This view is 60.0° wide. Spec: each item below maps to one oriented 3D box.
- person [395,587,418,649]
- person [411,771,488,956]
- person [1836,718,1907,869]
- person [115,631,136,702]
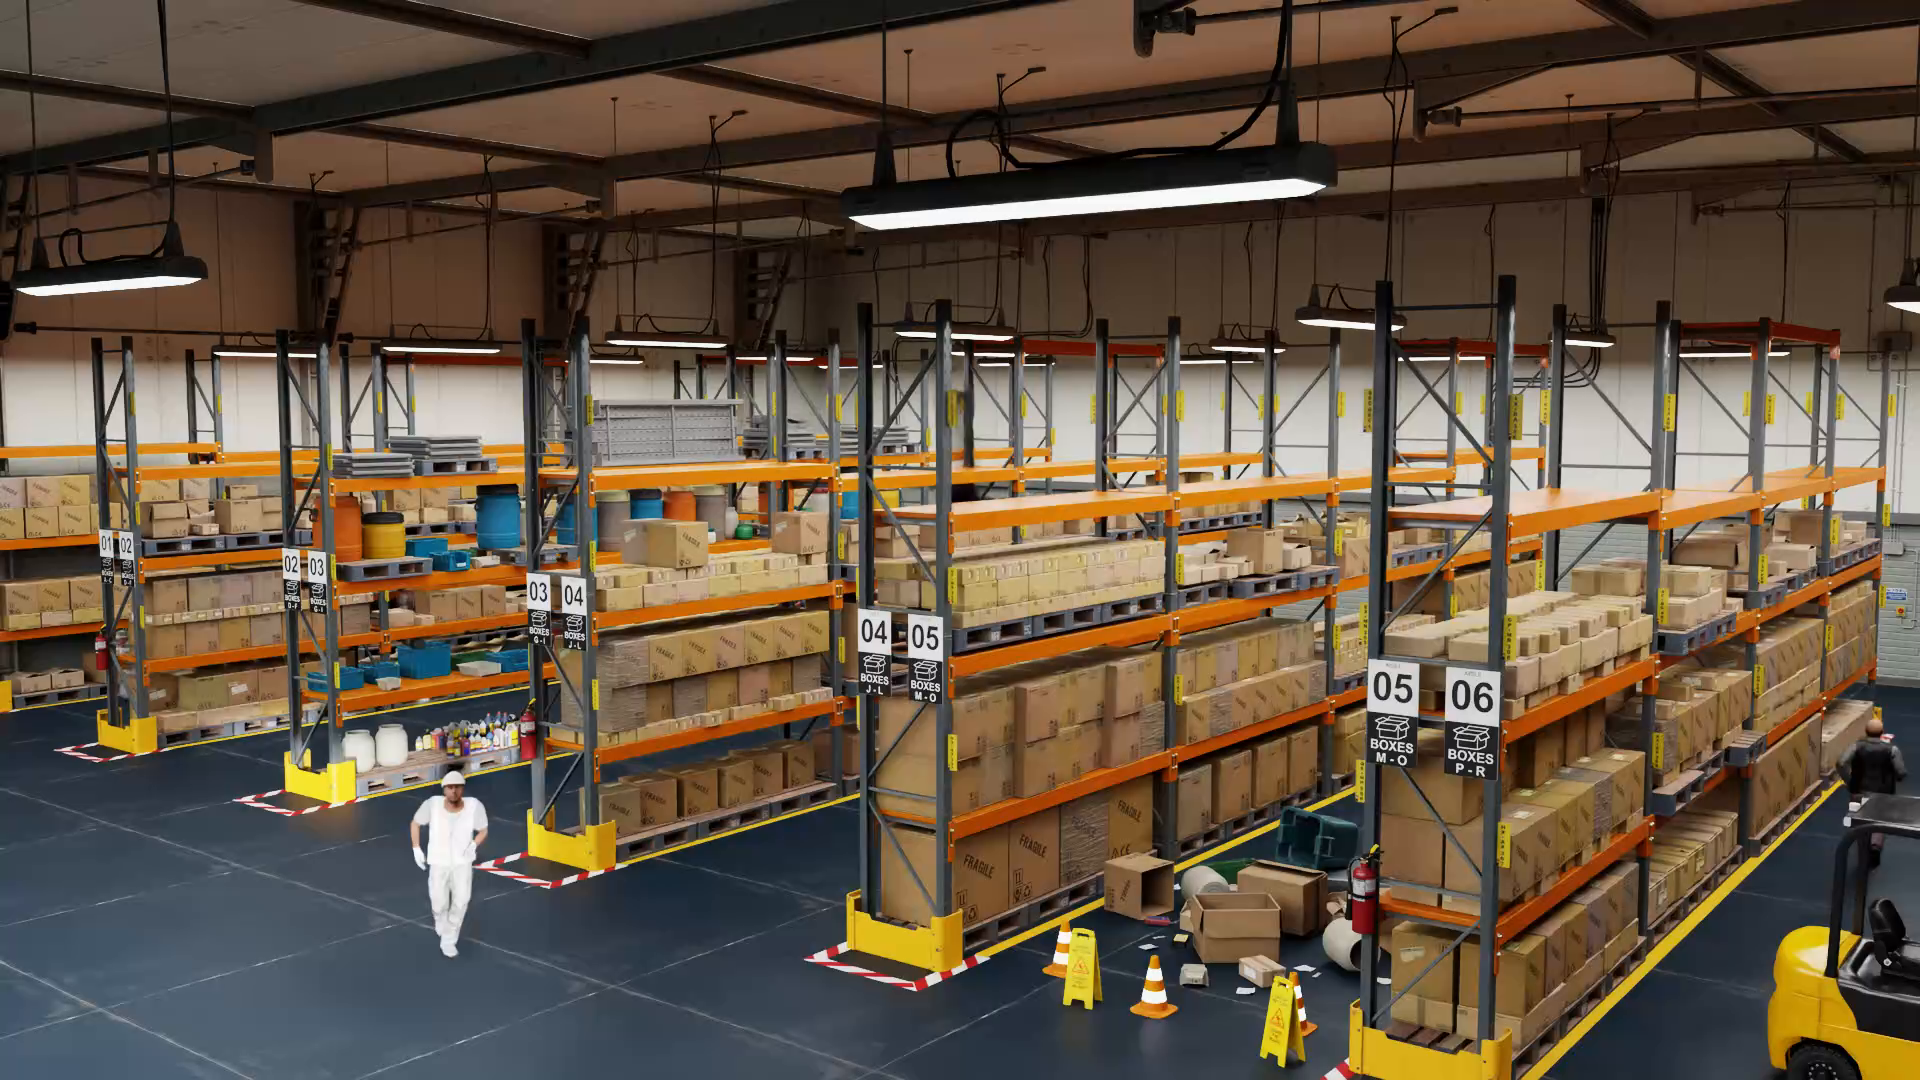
[{"bbox_3d":[-10.225,1.636,30.806,0.696,1.814,0.684,2,5,24],"label":"person"},{"bbox_3d":[-4.682,2.975,15.298,0.678,1.729,0.637,-2,5,-20],"label":"person"},{"bbox_3d":[9.807,2.784,17.917,0.671,1.718,0.798,3,6,31],"label":"person"},{"bbox_3d":[-13.129,2.135,26.298,0.602,1.492,0.855,1,5,10],"label":"person"}]
